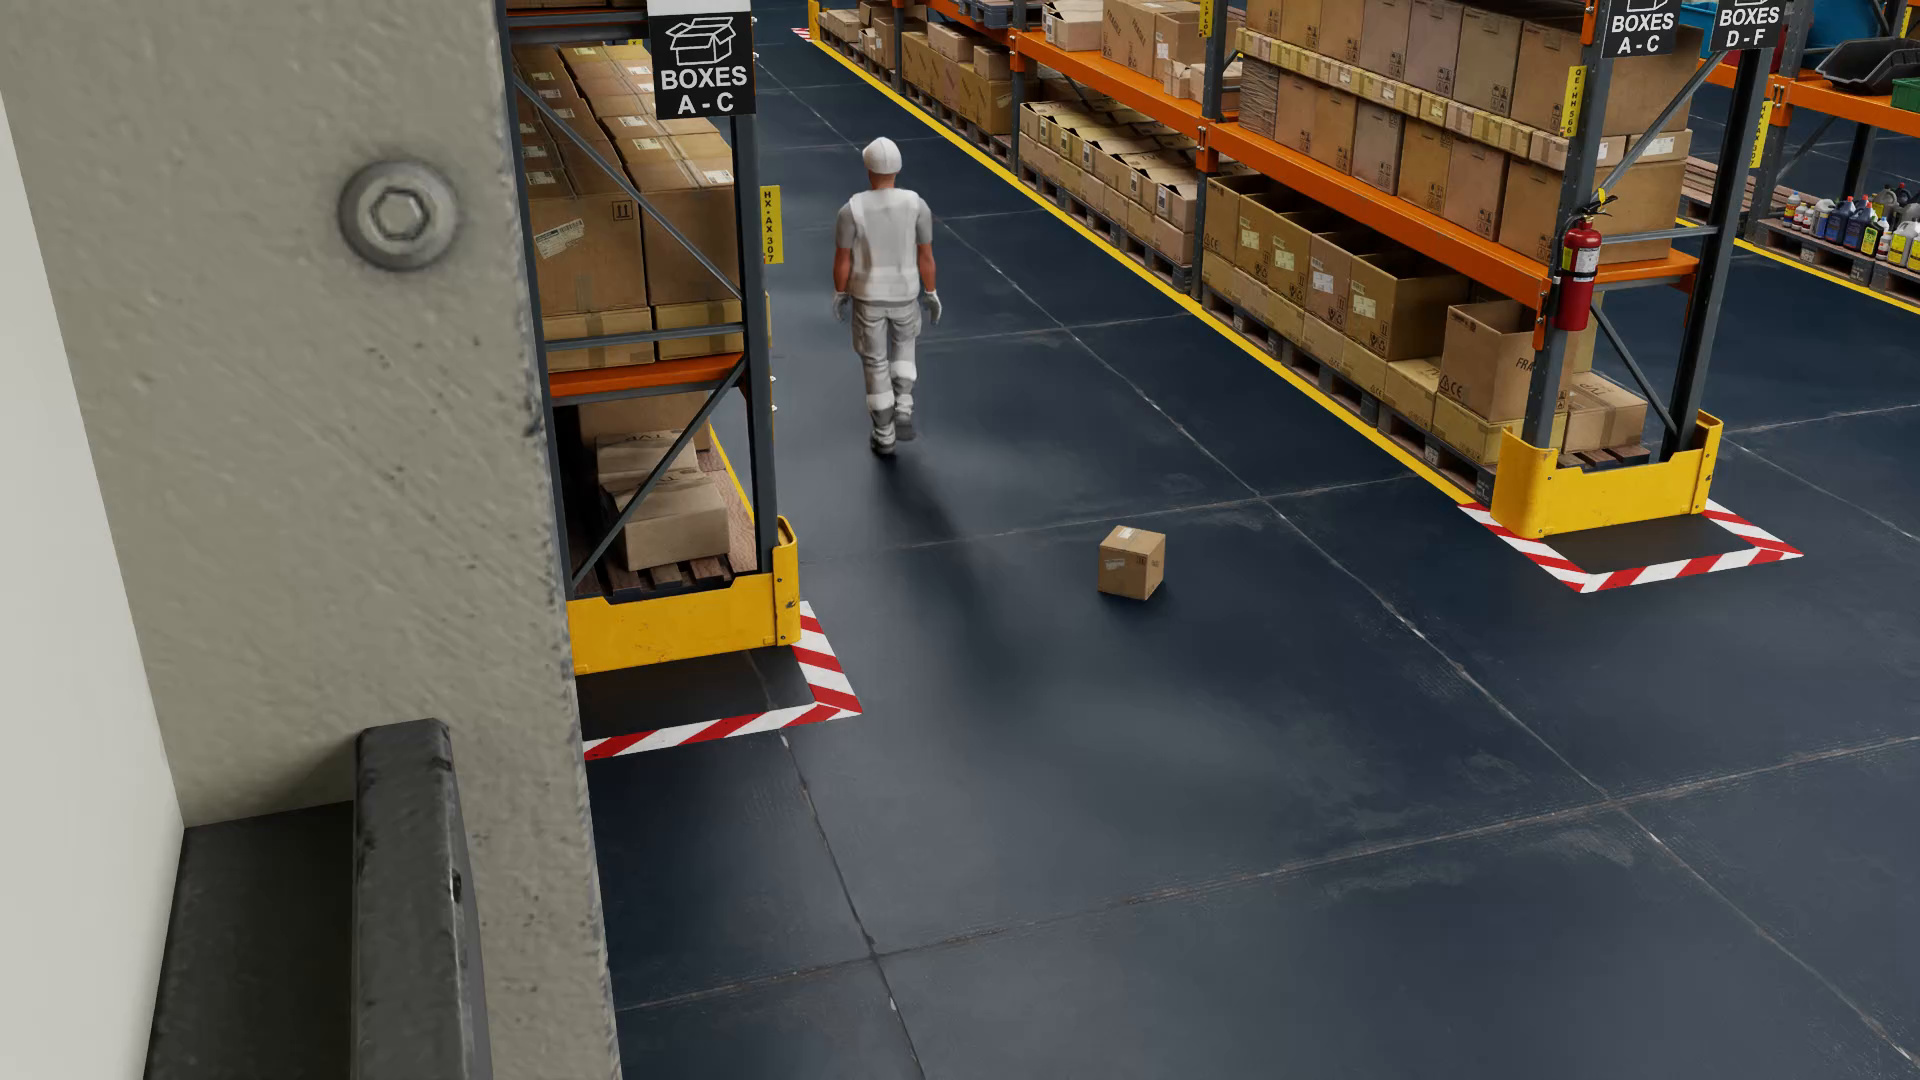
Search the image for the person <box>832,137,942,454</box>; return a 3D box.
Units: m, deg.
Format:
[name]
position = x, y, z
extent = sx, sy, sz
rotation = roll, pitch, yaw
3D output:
[person]
position = -0.422, -1.375, 9.340
extent = 0.595, 1.801, 0.458
rotation = -6, 27, -12
